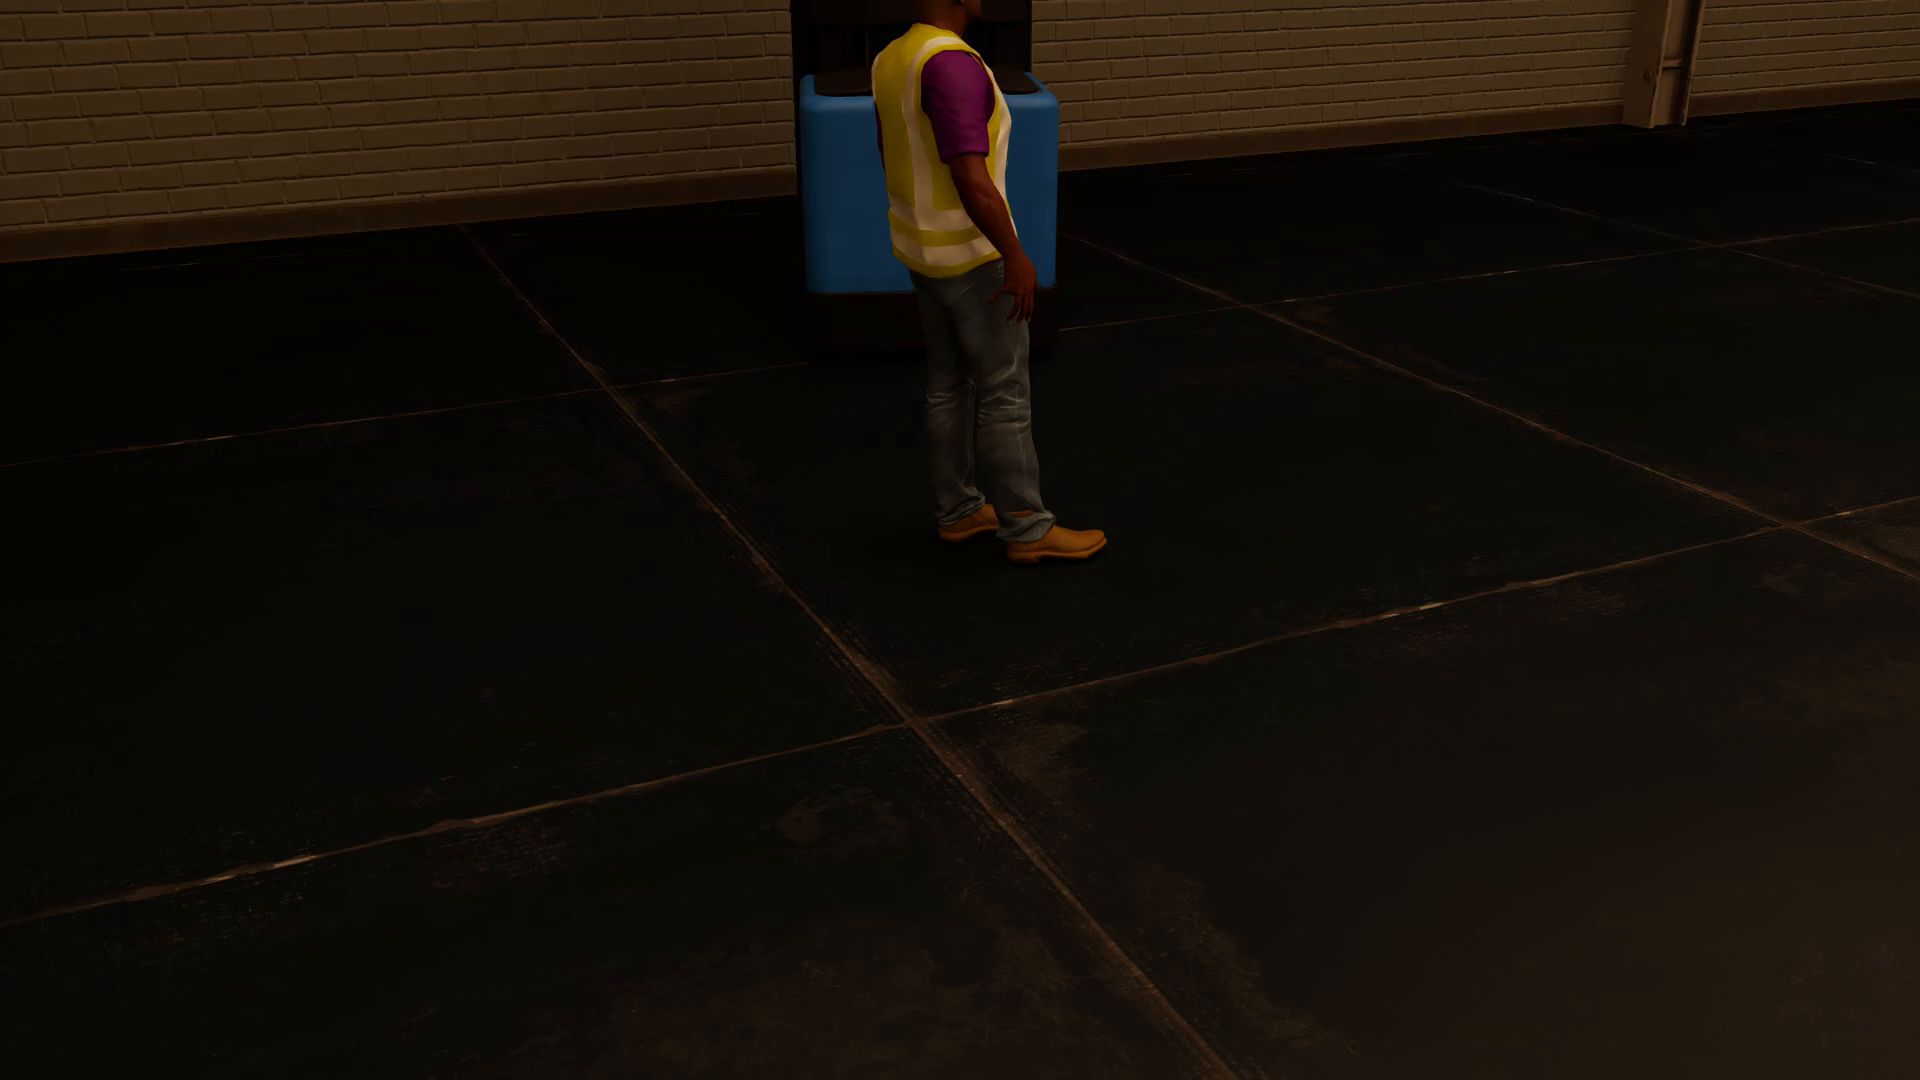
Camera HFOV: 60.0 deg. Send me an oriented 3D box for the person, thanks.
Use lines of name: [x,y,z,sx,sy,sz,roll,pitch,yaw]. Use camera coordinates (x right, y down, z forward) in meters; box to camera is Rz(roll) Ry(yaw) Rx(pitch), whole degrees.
person: [0.065,-0.831,4.787,0.577,1.765,0.666,-10,25,-23]

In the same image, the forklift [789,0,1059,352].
forklift: [-0.242,-2.645,7.653,1.130,2.935,3.031,-2,23,-5]
